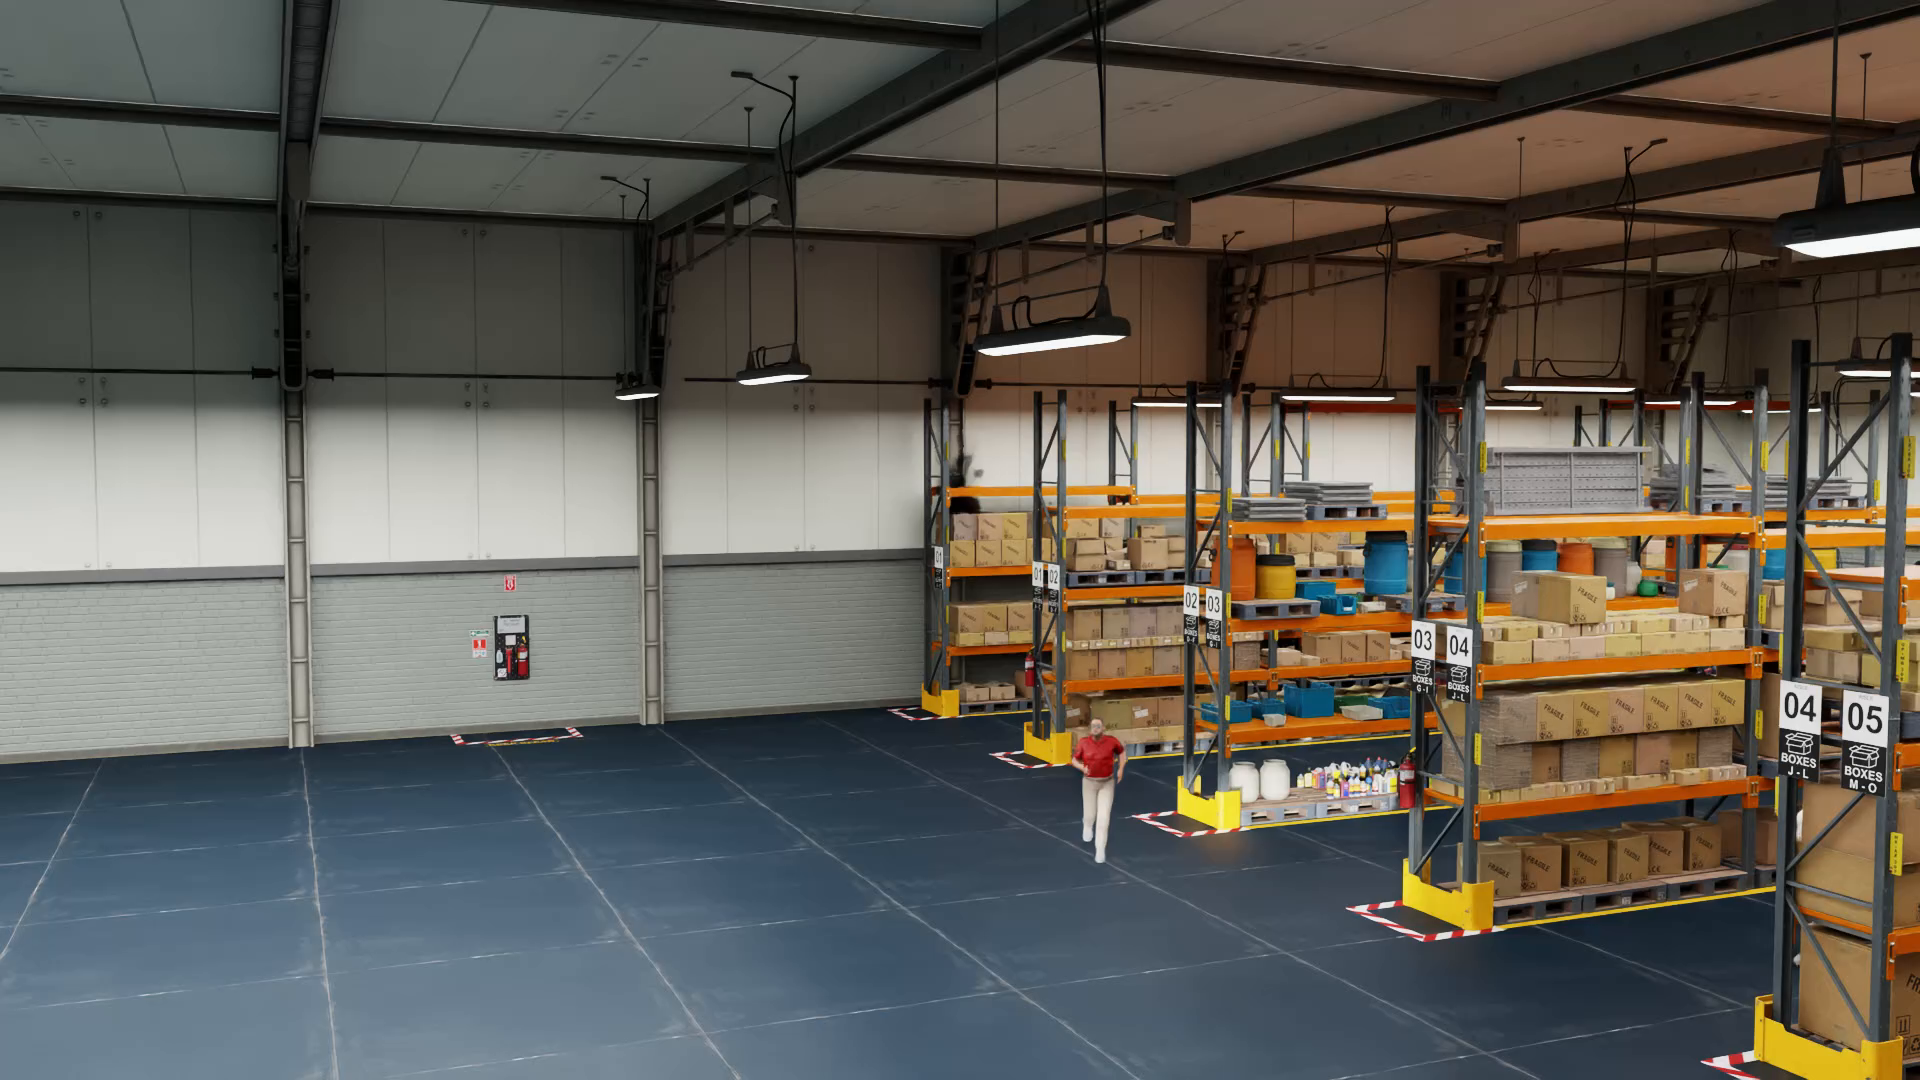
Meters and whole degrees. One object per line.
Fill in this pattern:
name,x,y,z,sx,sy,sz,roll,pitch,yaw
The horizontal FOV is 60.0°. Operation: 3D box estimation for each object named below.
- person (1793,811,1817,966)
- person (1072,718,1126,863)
person,8.561,3.304,16.567,0.923,1.752,0.699,-2,4,-36
person,1.741,3.082,20.862,0.673,1.742,0.968,1,3,9
